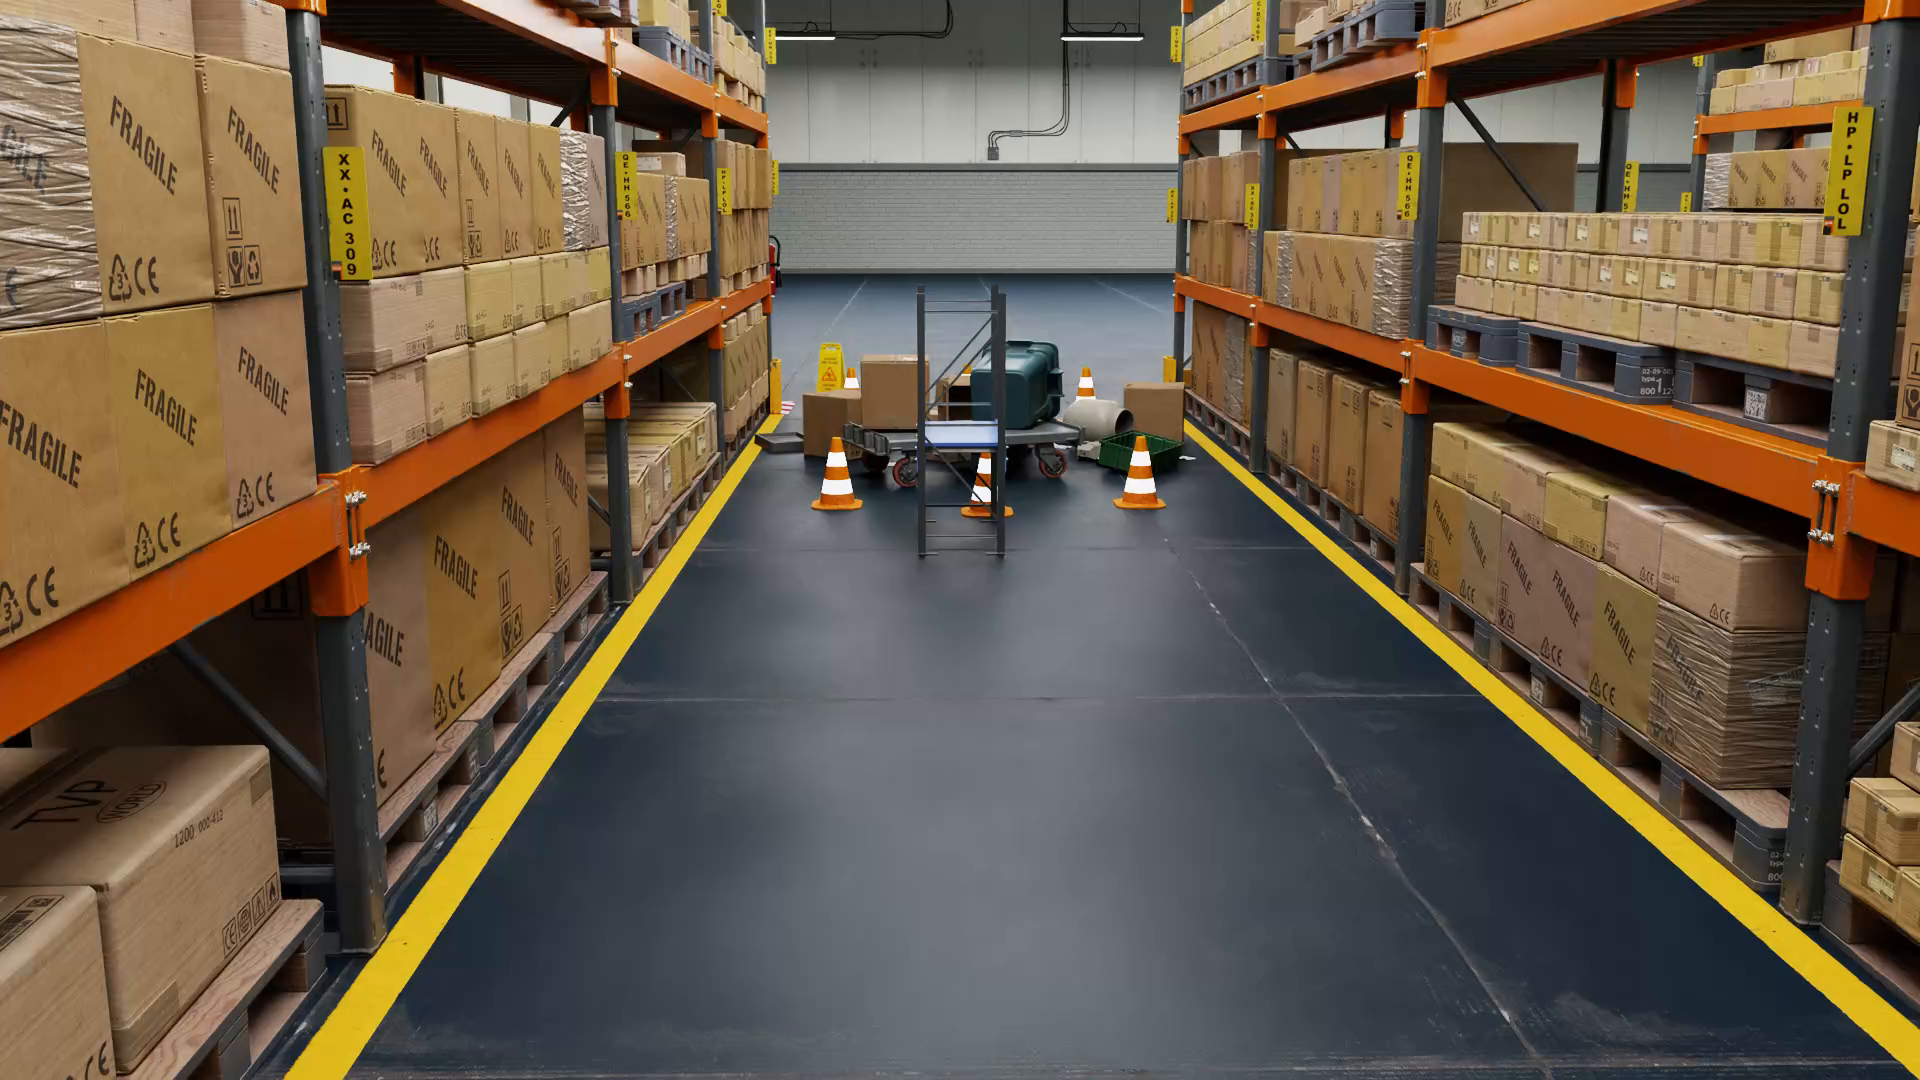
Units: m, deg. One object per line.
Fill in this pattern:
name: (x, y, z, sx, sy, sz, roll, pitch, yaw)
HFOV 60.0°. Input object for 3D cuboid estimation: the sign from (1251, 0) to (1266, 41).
sign: (2.139, -3.742, 11.915, 0.100, 0.325, 0.005, 0, 11, -1)

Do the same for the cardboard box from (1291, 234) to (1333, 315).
cardboard box: (2.454, -1.726, 10.770, 0.500, 0.500, 0.500, 0, 11, -1)

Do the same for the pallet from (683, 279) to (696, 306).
pallet: (-2.383, -1.695, 11.353, 1.003, 0.211, 1.213, 0, 11, -1)

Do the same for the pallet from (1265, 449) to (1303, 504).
pallet: (2.785, -0.463, 11.808, 1.003, 0.211, 1.213, 0, 11, -1)

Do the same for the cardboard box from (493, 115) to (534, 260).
cardboard box: (-1.873, -1.283, 6.071, 0.500, 0.500, 0.500, 0, 11, -2)

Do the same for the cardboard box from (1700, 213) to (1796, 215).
cardboard box: (3.261, -1.263, 6.818, 0.380, 0.149, 0.250, 0, 11, -1)

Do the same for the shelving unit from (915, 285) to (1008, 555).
shelving unit: (-0.002, -0.752, 9.994, 0.538, 1.500, 1.048, 0, 11, -1)

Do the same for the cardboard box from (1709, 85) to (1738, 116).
cardboard box: (7.324, -4.077, 15.445, 0.500, 0.250, 0.500, 0, 11, 1)

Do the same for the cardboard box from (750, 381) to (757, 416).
cardboard box: (-2.031, -1.229, 14.430, 0.500, 0.250, 0.500, -1, 11, -3)

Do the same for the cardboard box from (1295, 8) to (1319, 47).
cardboard box: (2.457, -3.520, 11.352, 0.258, 0.266, 0.396, 0, 11, -2)

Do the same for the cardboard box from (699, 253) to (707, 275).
cardboard box: (-1.967, -1.923, 11.571, 0.380, 0.149, 0.250, 0, 11, 0)

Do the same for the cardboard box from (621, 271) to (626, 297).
cardboard box: (-1.964, -1.351, 8.750, 0.380, 0.149, 0.250, -1, 12, -5)

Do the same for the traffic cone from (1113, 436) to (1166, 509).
traffic cone: (1.212, -0.466, 11.193, 0.336, 0.463, 0.334, 0, 11, -1)

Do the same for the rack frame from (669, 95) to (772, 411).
rack frame: (-2.336, -2.737, 16.005, 1.000, 3.000, 0.127, 0, 11, -1)

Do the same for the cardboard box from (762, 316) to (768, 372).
cardboard box: (-2.059, -1.804, 15.383, 0.500, 0.500, 0.500, 0, 11, -1)

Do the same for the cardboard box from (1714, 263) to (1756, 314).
cardboard box: (2.644, -0.800, 5.287, 0.380, 0.149, 0.250, 0, 11, 1)

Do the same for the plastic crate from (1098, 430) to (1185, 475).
plastic crate: (1.380, -0.661, 12.703, 0.450, 0.188, 0.662, 17, 18, 26)

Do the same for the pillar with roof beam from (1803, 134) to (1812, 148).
pillar with roof beam: (18.384, -11.589, 44.550, 9.100, 9.000, 0.548, 0, 11, -1)

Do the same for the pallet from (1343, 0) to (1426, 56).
pallet: (2.710, -2.692, 8.716, 1.213, 0.211, 1.003, 0, 11, 1)

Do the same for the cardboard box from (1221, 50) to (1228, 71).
cardboard box: (2.338, -3.908, 13.559, 0.380, 0.149, 0.250, 0, 11, -2)

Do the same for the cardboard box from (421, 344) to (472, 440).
cardboard box: (-1.845, -0.469, 5.206, 0.500, 0.250, 0.500, -1, 11, -3)

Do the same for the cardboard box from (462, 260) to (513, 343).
cardboard box: (-1.838, -0.816, 5.655, 0.500, 0.250, 0.500, 0, 11, 0)

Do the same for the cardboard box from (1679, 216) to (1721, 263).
cardboard box: (2.640, -1.002, 5.534, 0.380, 0.149, 0.250, 0, 11, -1)

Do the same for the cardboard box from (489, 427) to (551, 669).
cardboard box: (-2.225, 0.004, 6.784, 0.875, 0.875, 0.875, 0, 11, 0)

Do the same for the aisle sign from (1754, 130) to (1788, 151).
aisle sign: (7.871, -4.065, 16.014, 0.394, 0.787, 0.004, 0, 11, -1)

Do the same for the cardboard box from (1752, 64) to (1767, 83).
cardboard box: (7.318, -4.158, 14.839, 0.380, 0.149, 0.250, 0, 11, 1)

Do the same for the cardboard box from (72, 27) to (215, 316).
cardboard box: (-1.800, -0.697, 3.184, 0.500, 0.500, 0.500, 0, 11, -2)

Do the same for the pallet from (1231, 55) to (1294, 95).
pallet: (2.687, -3.571, 12.798, 1.003, 0.211, 1.213, 0, 11, -1)

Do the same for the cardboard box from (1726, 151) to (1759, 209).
cardboard box: (7.314, -3.253, 15.033, 0.500, 0.500, 0.500, 0, 11, -1)

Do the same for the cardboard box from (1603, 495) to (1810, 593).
cardboard box: (2.594, 0.011, 5.807, 0.500, 0.250, 0.500, 0, 11, 2)

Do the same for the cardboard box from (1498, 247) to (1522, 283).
cardboard box: (2.602, -1.212, 7.315, 0.380, 0.149, 0.250, -1, 11, -3)

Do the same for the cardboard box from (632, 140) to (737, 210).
cardboard box: (-2.046, -2.715, 12.383, 0.700, 0.500, 0.500, 0, 11, -2)

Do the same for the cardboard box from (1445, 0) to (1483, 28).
cardboard box: (2.522, -2.592, 7.493, 0.500, 0.500, 0.500, 0, 11, -1)

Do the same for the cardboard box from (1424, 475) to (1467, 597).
cardboard box: (2.536, -0.026, 7.875, 0.500, 0.500, 0.500, -1, 11, -4)

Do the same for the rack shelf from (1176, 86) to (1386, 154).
rack shelf: (2.652, -3.497, 14.018, 1.077, 0.370, 4.000, 0, 11, -1)

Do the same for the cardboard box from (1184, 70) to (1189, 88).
cardboard box: (2.297, -4.310, 15.537, 0.380, 0.149, 0.250, 0, 11, -1)

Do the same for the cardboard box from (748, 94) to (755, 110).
cardboard box: (-2.040, -3.912, 14.884, 0.380, 0.149, 0.250, 0, 11, 1)

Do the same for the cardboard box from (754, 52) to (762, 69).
cardboard box: (-2.034, -4.409, 15.327, 0.380, 0.149, 0.250, 0, 11, -1)

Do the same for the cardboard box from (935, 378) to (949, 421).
cardboard box: (0.232, -1.175, 14.584, 0.797, 0.503, 0.637, -10, 15, -40)

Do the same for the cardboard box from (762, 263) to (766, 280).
cardboard box: (-1.998, -2.490, 15.422, 0.380, 0.149, 0.250, 0, 11, -2)

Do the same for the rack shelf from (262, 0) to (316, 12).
rack shelf: (-2.047, -1.071, 2.061, 1.077, 0.370, 4.000, 0, 11, -1)

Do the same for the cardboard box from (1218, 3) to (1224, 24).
cardboard box: (2.336, -4.348, 13.721, 0.380, 0.149, 0.250, 0, 11, 0)

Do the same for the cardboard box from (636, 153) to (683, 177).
cardboard box: (-1.962, -2.378, 10.549, 0.380, 0.149, 0.250, -1, 11, -4)

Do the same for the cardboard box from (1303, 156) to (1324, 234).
cardboard box: (2.722, -2.320, 11.186, 0.700, 0.500, 0.500, 0, 11, -2)

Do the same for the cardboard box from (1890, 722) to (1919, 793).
cardboard box: (2.659, 0.577, 4.287, 0.380, 0.149, 0.250, 0, 11, 1)

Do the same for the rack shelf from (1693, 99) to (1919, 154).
rack shelf: (7.613, -3.498, 14.020, 1.077, 0.370, 4.000, 0, 11, -1)

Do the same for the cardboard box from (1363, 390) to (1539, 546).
cardboard box: (2.854, -0.412, 9.146, 1.050, 0.750, 0.750, 0, 11, -2)

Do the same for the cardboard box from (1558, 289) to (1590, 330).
cardboard box: (2.613, -0.916, 6.608, 0.380, 0.149, 0.250, 0, 11, 0)

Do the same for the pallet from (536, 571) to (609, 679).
pallet: (-2.230, 0.377, 7.670, 1.003, 0.211, 1.213, 0, 11, -1)

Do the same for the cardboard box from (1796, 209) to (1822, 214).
cardboard box: (7.652, -2.565, 14.159, 0.875, 0.500, 0.500, 0, 11, -1)

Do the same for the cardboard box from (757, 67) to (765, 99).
cardboard box: (-2.056, -4.179, 15.197, 0.500, 0.250, 0.500, 0, 11, -2)

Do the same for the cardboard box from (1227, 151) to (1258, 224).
cardboard box: (2.593, -2.767, 13.062, 0.875, 0.550, 0.550, 0, 11, -1)

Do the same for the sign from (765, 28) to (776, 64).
sign: (-1.781, -4.639, 15.611, 0.100, 0.325, 0.005, 0, 11, -1)

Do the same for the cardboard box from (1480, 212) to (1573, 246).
cardboard box: (2.600, -1.415, 7.570, 0.380, 0.149, 0.250, -1, 11, -3)

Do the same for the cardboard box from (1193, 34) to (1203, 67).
cardboard box: (2.376, -4.377, 14.865, 0.500, 0.250, 0.500, 0, 11, -2)

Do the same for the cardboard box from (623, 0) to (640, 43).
cardboard box: (-2.231, -2.970, 9.352, 0.797, 0.503, 0.637, 0, 11, -1)
